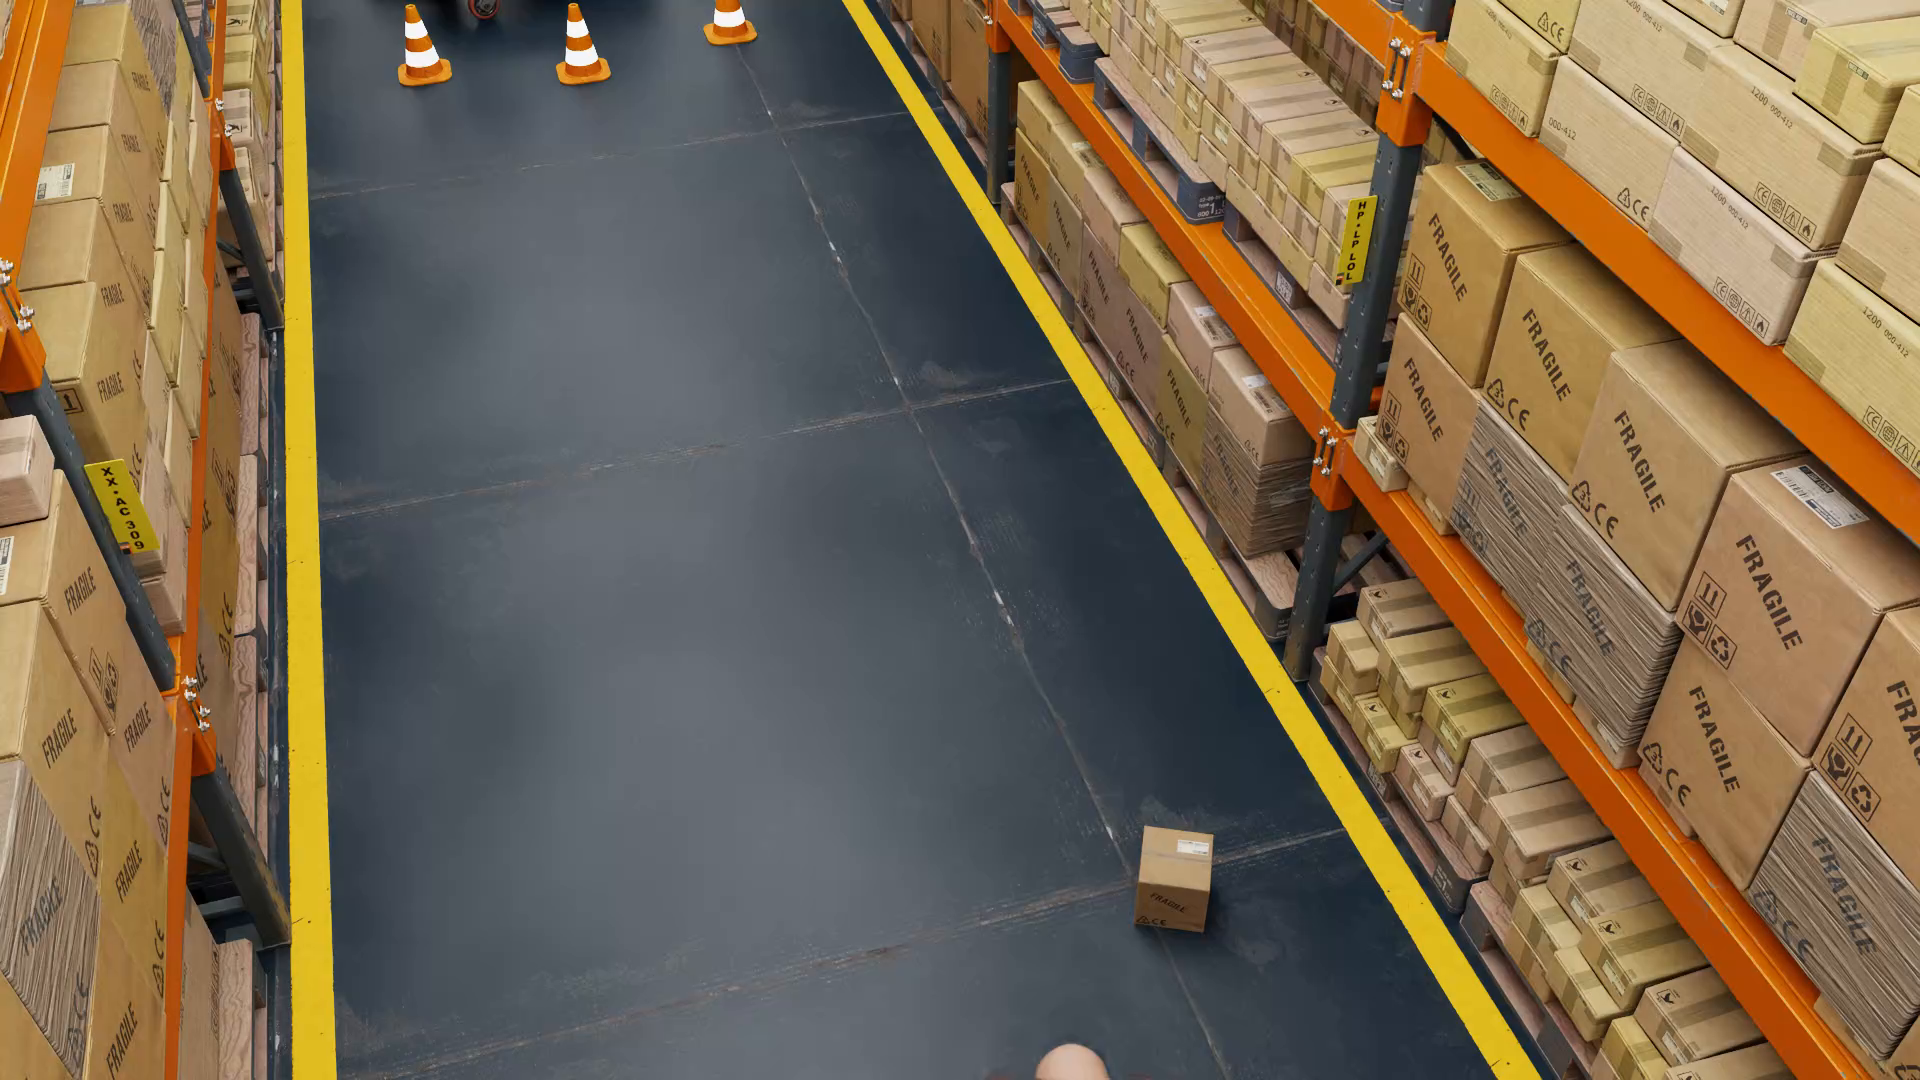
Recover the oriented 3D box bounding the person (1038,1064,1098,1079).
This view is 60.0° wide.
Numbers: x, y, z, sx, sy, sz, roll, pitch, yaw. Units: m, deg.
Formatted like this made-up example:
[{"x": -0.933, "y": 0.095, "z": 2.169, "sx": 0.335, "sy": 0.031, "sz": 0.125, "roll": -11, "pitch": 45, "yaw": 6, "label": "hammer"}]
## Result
[{"x": 0.265, "y": 1.834, "z": 4.096, "sx": 0.582, "sy": 1.740, "sz": 0.788, "roll": 4, "pitch": 42, "yaw": 4, "label": "person"}]
